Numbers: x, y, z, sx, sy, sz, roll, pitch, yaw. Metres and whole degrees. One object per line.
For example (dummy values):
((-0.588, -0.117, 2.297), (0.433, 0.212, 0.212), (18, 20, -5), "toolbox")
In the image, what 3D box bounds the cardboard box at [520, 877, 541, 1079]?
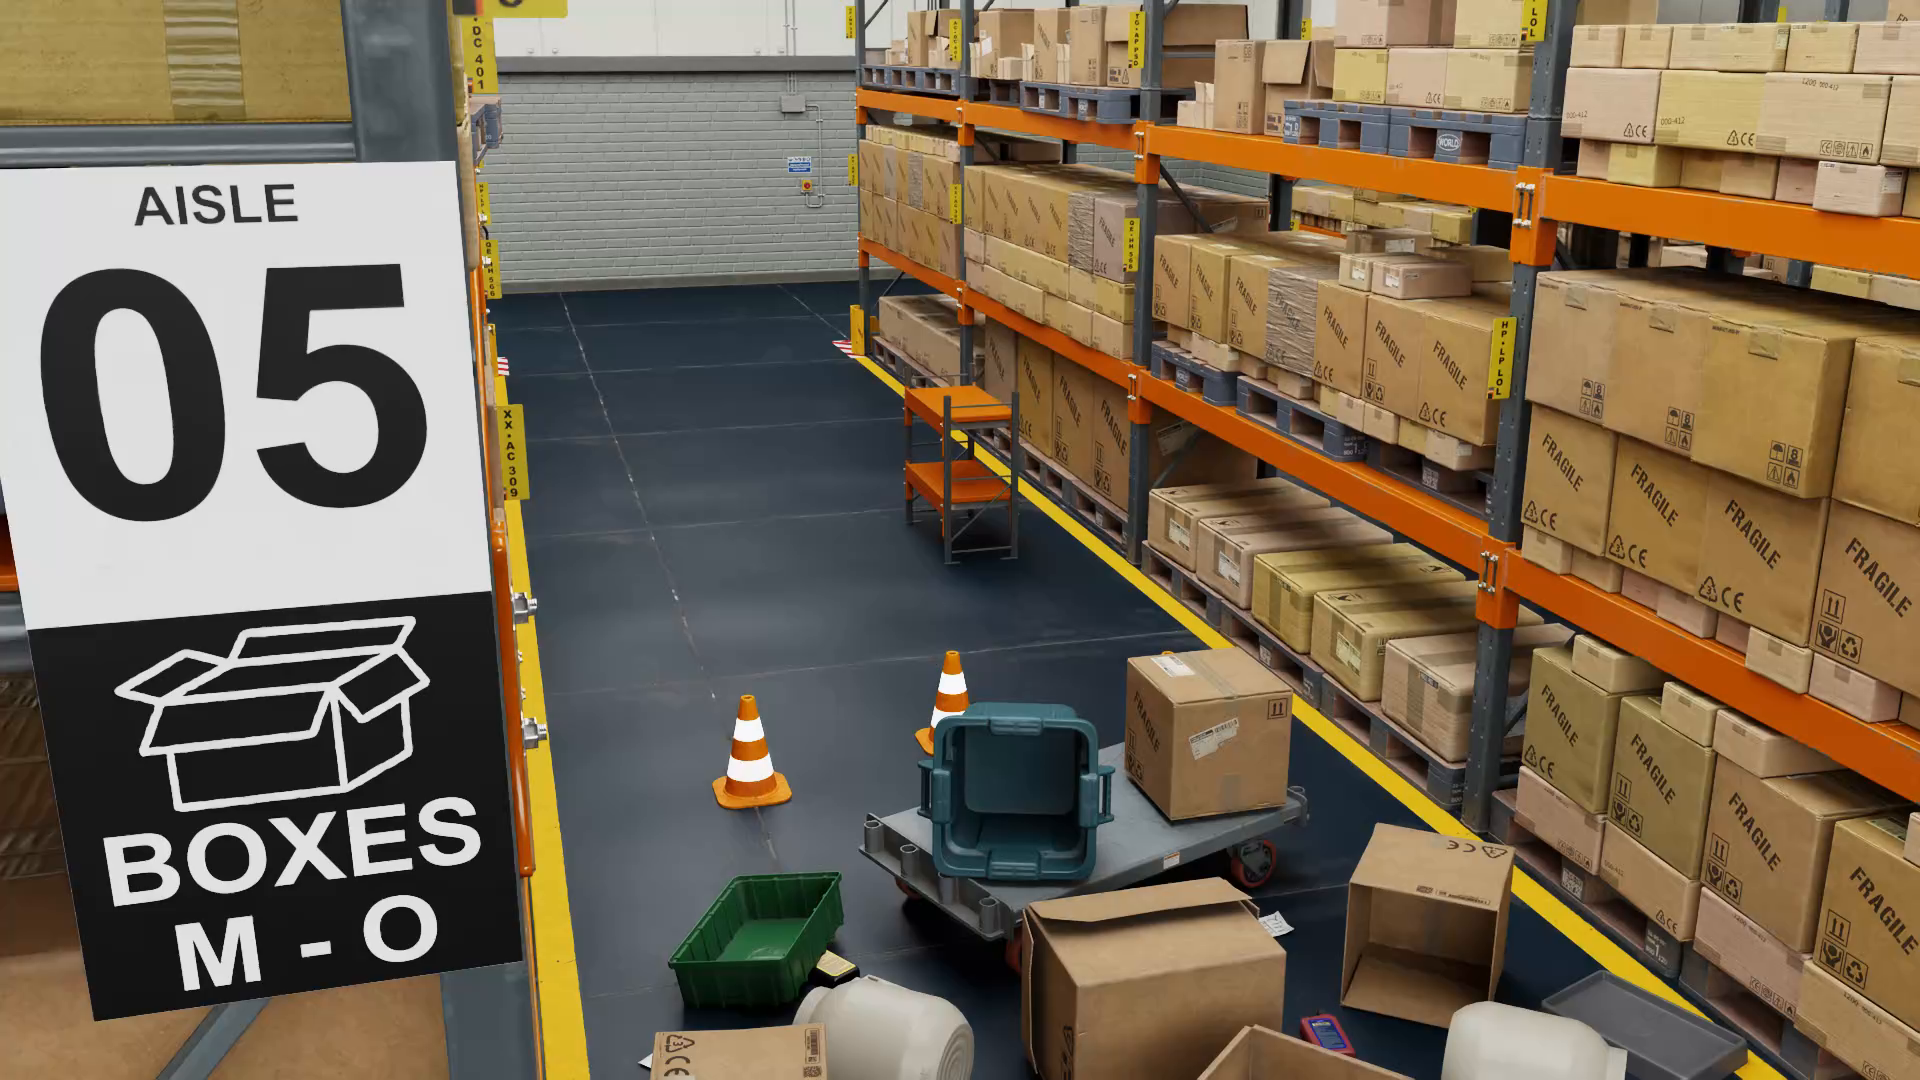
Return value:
((-1.289, 0.825, 3.230), (0.875, 0.550, 0.550), (-5, 17, -15), "cardboard box")

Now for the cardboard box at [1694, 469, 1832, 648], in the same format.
((2.833, 0.016, 5.494), (0.500, 0.500, 0.500), (-5, 17, -16), "cardboard box")

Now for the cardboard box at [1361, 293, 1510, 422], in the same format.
((2.210, -0.852, 7.655), (0.500, 0.500, 0.500), (-5, 17, -15), "cardboard box")

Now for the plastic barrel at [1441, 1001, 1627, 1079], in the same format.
((1.771, 1.674, 5.142), (0.512, 0.421, 0.421), (7, 18, 23), "plastic barrel")

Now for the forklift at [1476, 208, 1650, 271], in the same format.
((3.971, -1.230, 10.451), (1.130, 2.935, 3.031), (-6, 18, -19), "forklift")

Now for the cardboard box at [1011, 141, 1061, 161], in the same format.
((0.659, -3.372, 14.426), (0.380, 0.149, 0.250), (-5, 17, -16), "cardboard box")

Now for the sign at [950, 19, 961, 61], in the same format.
((-0.037, -4.105, 13.653), (0.100, 0.325, 0.005), (-5, 17, -15), "sign")

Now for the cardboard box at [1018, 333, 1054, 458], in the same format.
((0.999, -1.196, 13.184), (0.875, 0.875, 0.875), (-4, 17, -14), "cardboard box")

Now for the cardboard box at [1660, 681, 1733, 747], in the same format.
((2.717, 0.598, 5.867), (0.380, 0.149, 0.250), (-4, 17, -13), "cardboard box")

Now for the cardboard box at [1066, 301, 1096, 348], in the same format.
((1.051, -1.508, 11.520), (0.500, 0.250, 0.500), (-4, 17, -14), "cardboard box")

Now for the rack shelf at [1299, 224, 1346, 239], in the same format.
((4.718, -3.029, 17.573), (1.077, 0.370, 4.000), (-5, 17, -15), "rack shelf")

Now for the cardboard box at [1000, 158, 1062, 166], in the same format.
((0.598, -3.105, 14.662), (0.500, 0.500, 0.500), (-5, 17, -15), "cardboard box")

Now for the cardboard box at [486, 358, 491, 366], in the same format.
((-2.481, -0.570, 7.960), (0.500, 0.500, 0.500), (-5, 17, -16), "cardboard box")

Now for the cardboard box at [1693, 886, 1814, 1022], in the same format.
((2.903, 1.379, 5.696), (0.500, 0.250, 0.500), (-5, 17, -16), "cardboard box")

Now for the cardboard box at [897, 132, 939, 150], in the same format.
((-0.386, -3.819, 15.911), (0.380, 0.149, 0.250), (-5, 17, -17), "cardboard box")

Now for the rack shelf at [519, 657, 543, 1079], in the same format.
((-1.487, 1.103, 3.817), (1.077, 0.370, 4.000), (-5, 17, -15), "rack shelf")

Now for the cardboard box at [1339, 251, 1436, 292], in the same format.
((2.051, -1.290, 7.983), (0.380, 0.149, 0.250), (-5, 18, -18), "cardboard box")

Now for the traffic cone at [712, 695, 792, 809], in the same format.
((-0.954, 0.930, 7.553), (0.336, 0.463, 0.334), (-5, 17, -15), "traffic cone")

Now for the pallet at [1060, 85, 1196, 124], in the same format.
((1.367, -2.841, 10.809), (1.213, 0.211, 1.003), (-4, 17, -13), "pallet")

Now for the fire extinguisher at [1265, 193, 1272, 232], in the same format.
((3.684, -3.716, 19.390), (0.296, 0.674, 0.183), (-5, 17, -15), "fire extinguisher")

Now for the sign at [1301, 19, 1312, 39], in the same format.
((2.118, -3.047, 10.270), (0.100, 0.325, 0.005), (-5, 17, -15), "sign")

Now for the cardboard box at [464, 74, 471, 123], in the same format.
((-1.488, -1.144, 4.364), (0.380, 0.149, 0.250), (-4, 17, -14), "cardboard box")

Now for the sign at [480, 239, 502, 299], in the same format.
((-2.604, -1.501, 9.221), (0.100, 0.325, 0.005), (-5, 17, -15), "sign")

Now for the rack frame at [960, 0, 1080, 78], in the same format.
((0.496, -5.300, 13.455), (1.000, 3.000, 0.127), (-5, 17, -15), "rack frame")

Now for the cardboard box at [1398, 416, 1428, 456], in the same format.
((2.232, -0.490, 7.576), (0.380, 0.149, 0.250), (-5, 17, -17), "cardboard box")

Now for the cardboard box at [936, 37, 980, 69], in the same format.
((0.013, -4.200, 14.335), (0.396, 0.266, 0.258), (-4, 17, -13), "cardboard box")

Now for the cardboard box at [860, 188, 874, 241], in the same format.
((-0.747, -3.426, 17.469), (0.500, 0.500, 0.500), (-5, 17, -16), "cardboard box")

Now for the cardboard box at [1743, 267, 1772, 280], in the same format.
((5.817, -1.946, 12.424), (0.380, 0.149, 0.250), (-4, 17, -14), "cardboard box")

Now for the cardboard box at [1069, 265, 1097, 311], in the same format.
((1.073, -1.744, 11.435), (0.500, 0.250, 0.500), (-5, 17, -17), "cardboard box")

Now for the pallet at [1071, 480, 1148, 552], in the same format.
((1.451, -0.209, 11.782), (1.003, 0.211, 1.213), (-5, 17, -15), "pallet")

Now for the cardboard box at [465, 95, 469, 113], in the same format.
((-1.002, -0.653, 2.732), (0.380, 0.149, 0.250), (-5, 17, -15), "cardboard box")

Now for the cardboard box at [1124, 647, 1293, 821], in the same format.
((0.991, 0.769, 6.706), (0.500, 0.500, 0.500), (-5, 17, -15), "cardboard box")

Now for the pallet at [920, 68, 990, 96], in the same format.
((0.281, -4.048, 14.655), (1.003, 0.211, 1.213), (-5, 17, -15), "pallet")

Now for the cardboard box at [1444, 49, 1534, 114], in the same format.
((2.395, -1.930, 6.981), (0.500, 0.250, 0.500), (-5, 17, -16), "cardboard box")

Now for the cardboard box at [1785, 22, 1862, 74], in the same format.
((2.794, -1.517, 5.124), (0.380, 0.149, 0.250), (-5, 18, -17), "cardboard box")

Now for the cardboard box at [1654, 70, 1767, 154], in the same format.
((2.703, -1.436, 5.549), (0.500, 0.250, 0.500), (-5, 17, -16), "cardboard box")

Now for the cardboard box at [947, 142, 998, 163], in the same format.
((0.105, -3.325, 14.266), (0.380, 0.149, 0.250), (-5, 17, -16), "cardboard box")

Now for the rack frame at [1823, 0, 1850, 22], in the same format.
((6.367, -4.587, 11.081), (1.000, 3.000, 0.127), (-5, 17, -15), "rack frame")

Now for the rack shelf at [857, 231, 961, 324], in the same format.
((-0.054, -2.636, 16.263), (1.077, 0.370, 4.000), (-5, 17, -15), "rack shelf")

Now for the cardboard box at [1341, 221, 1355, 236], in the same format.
((4.301, -3.334, 17.773), (0.380, 0.149, 0.250), (-5, 17, -17), "cardboard box")

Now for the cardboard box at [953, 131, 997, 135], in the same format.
((0.146, -3.865, 16.065), (0.380, 0.149, 0.250), (-4, 17, -13), "cardboard box")

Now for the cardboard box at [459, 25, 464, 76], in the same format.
((-1.381, -1.157, 3.715), (0.500, 0.250, 0.500), (-5, 17, -16), "cardboard box")

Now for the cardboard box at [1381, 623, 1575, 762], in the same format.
((2.548, 0.698, 7.751), (0.950, 0.372, 0.625), (-4, 17, -15), "cardboard box")

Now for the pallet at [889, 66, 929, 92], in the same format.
((-0.050, -4.385, 15.777), (1.003, 0.211, 1.213), (-5, 17, -15), "pallet")

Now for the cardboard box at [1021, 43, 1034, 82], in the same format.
((0.662, -3.467, 12.071), (0.396, 0.266, 0.258), (-3, 17, -11), "cardboard box")

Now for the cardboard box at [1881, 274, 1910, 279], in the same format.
((6.341, -1.818, 10.990), (0.380, 0.149, 0.250), (-4, 17, -14), "cardboard box")

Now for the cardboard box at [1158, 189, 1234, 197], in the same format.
((1.549, -2.140, 11.449), (0.500, 0.500, 0.500), (-5, 17, -15), "cardboard box")

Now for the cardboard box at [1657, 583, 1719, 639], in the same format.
((2.729, 0.227, 5.920), (0.380, 0.149, 0.250), (-4, 17, -14), "cardboard box")

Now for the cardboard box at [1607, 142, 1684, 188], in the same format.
((2.560, -1.348, 5.948), (0.380, 0.149, 0.250), (-5, 17, -15), "cardboard box")

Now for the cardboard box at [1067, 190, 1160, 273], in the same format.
((1.053, -2.111, 11.354), (0.500, 0.500, 0.500), (-4, 17, -14), "cardboard box")

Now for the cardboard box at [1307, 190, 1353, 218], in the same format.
((4.173, -3.711, 18.337), (0.500, 0.250, 0.500), (-5, 17, -15), "cardboard box")

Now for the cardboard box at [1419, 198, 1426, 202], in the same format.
((4.966, -3.467, 17.522), (0.500, 0.250, 0.500), (-5, 17, -15), "cardboard box")

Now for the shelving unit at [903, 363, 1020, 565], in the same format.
((-0.002, -0.541, 11.296), (0.538, 1.125, 1.048), (-5, 17, -15), "shelving unit")

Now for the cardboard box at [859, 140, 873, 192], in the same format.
((-0.745, -3.905, 17.326), (0.500, 0.500, 0.500), (-5, 17, -16), "cardboard box")

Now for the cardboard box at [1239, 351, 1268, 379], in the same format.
((1.779, -0.998, 9.269), (0.380, 0.149, 0.250), (-4, 17, -12), "cardboard box")

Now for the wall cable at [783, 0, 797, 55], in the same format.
((-2.437, -7.958, 22.302), (0.463, 3.000, 0.029), (-5, 17, -15), "wall cable")
